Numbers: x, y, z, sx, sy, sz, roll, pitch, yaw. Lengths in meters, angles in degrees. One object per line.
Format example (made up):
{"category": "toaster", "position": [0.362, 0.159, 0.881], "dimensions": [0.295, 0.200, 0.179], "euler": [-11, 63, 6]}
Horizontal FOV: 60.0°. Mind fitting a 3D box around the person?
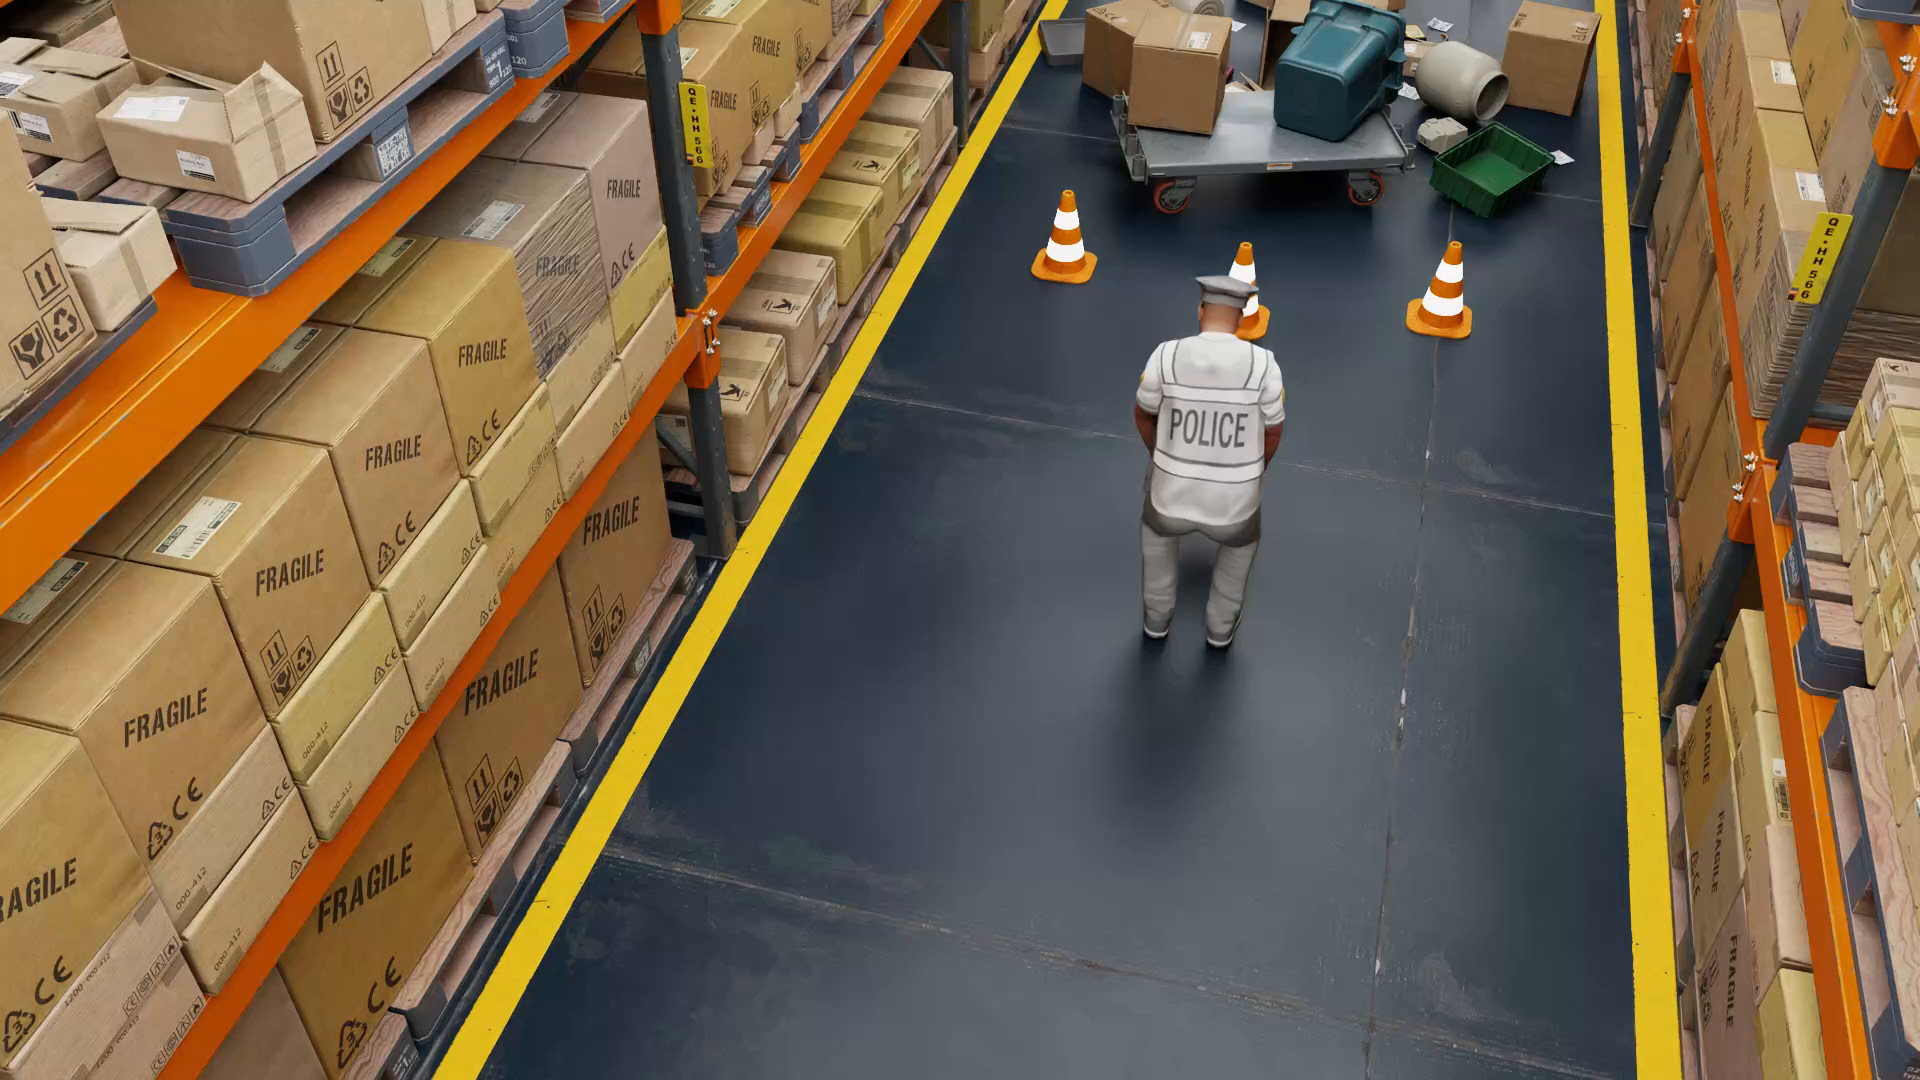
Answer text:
{"category": "person", "position": [0.956, -0.269, 6.613], "dimensions": [0.584, 1.572, 0.682], "euler": [10, 42, 12]}
